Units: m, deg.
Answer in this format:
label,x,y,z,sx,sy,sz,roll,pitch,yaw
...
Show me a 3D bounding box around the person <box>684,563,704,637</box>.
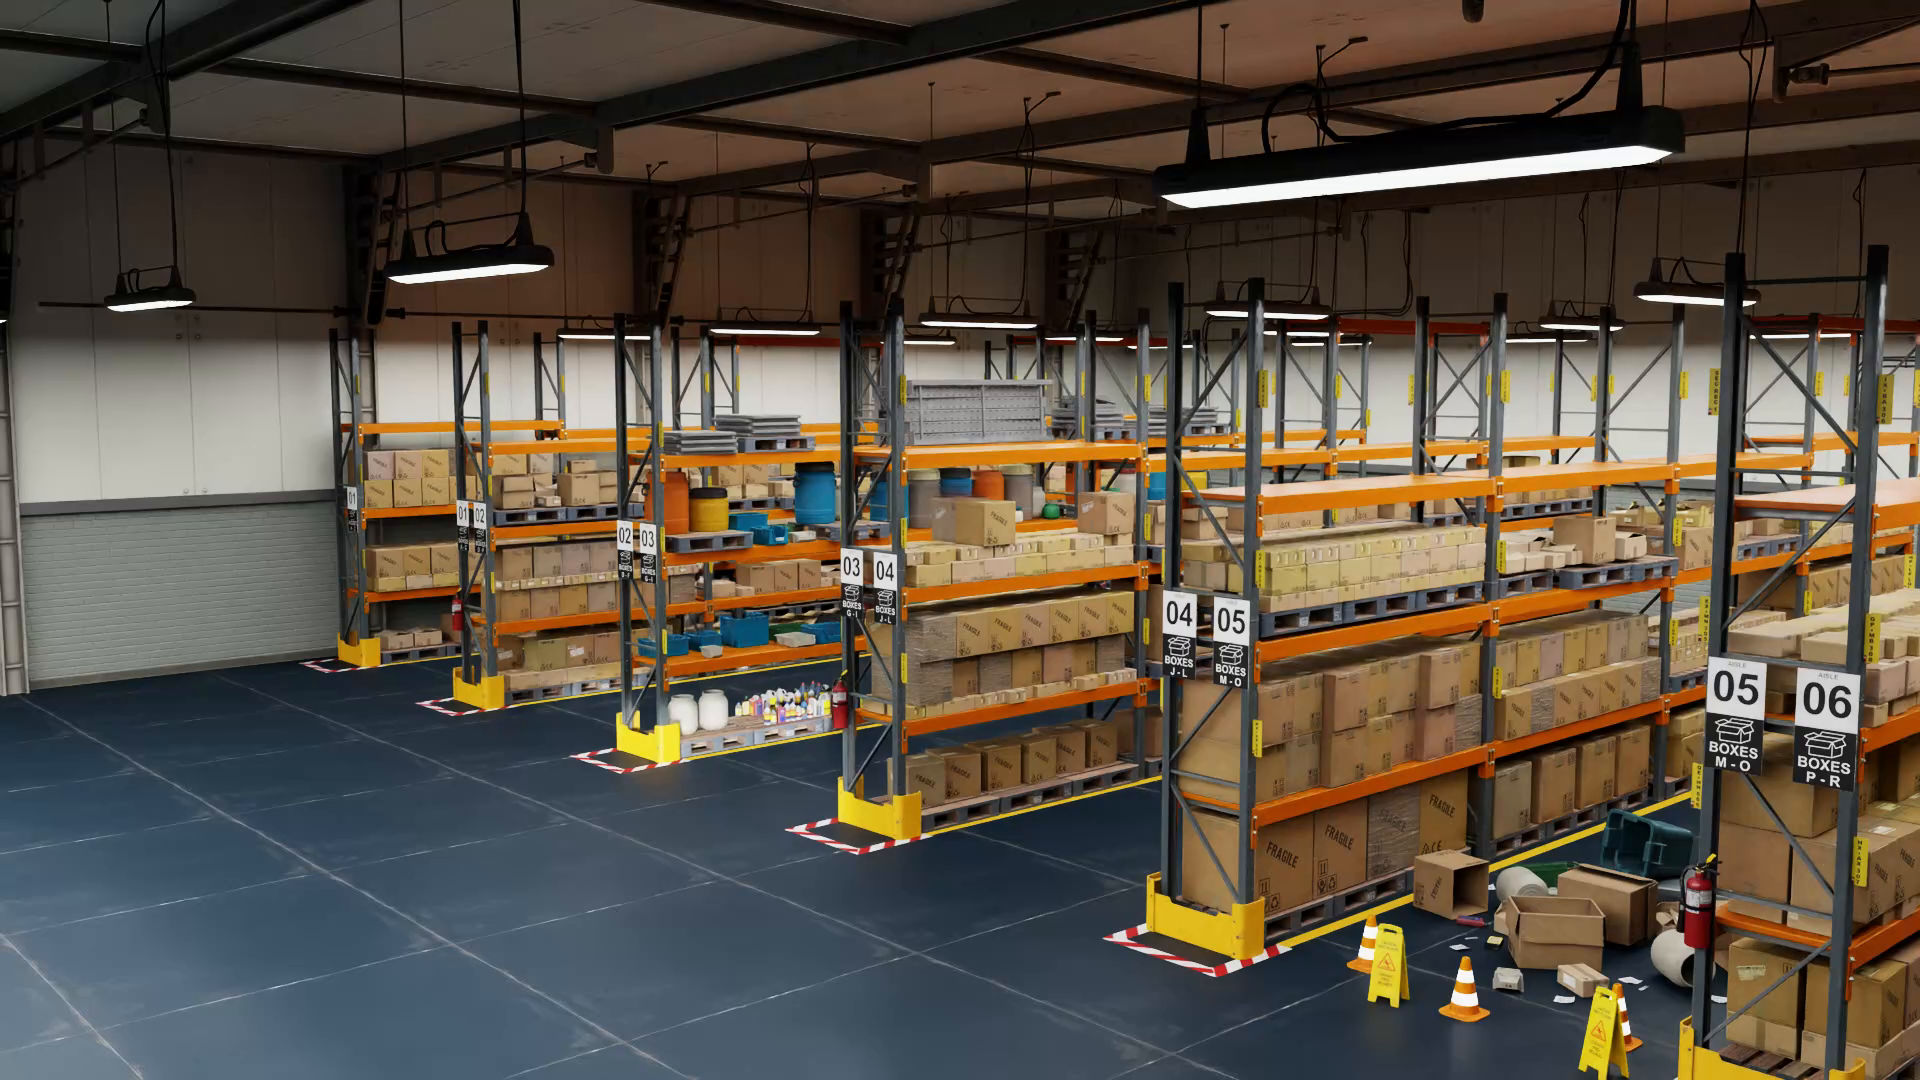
label,x,y,z,sx,sy,sz,roll,pitch,yaw
person,-4.901,1.255,30.814,1.081,1.710,0.681,-6,8,-44
